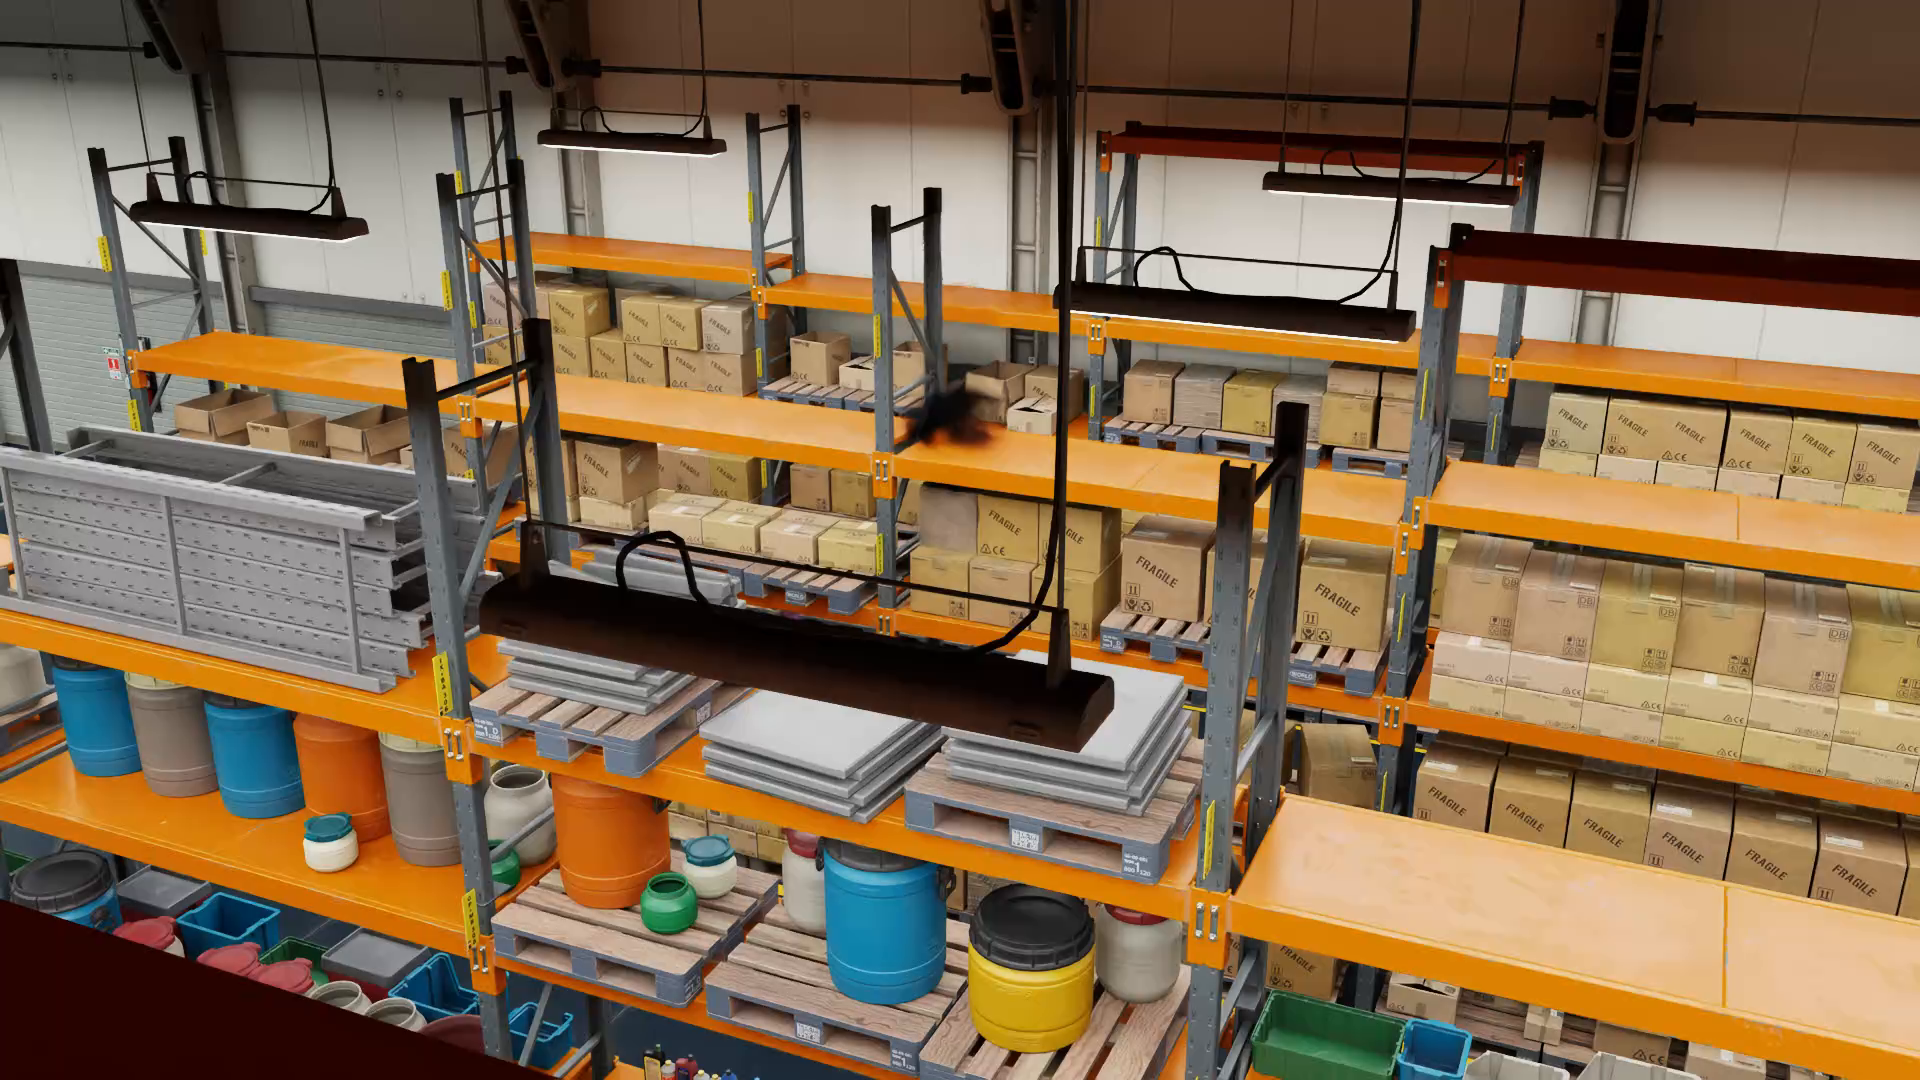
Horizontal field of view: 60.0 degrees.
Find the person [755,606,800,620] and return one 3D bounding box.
[{"bbox_3d":[-1.805,0.934,17.171,0.681,1.630,0.503,2,21,5],"label":"person"}]
